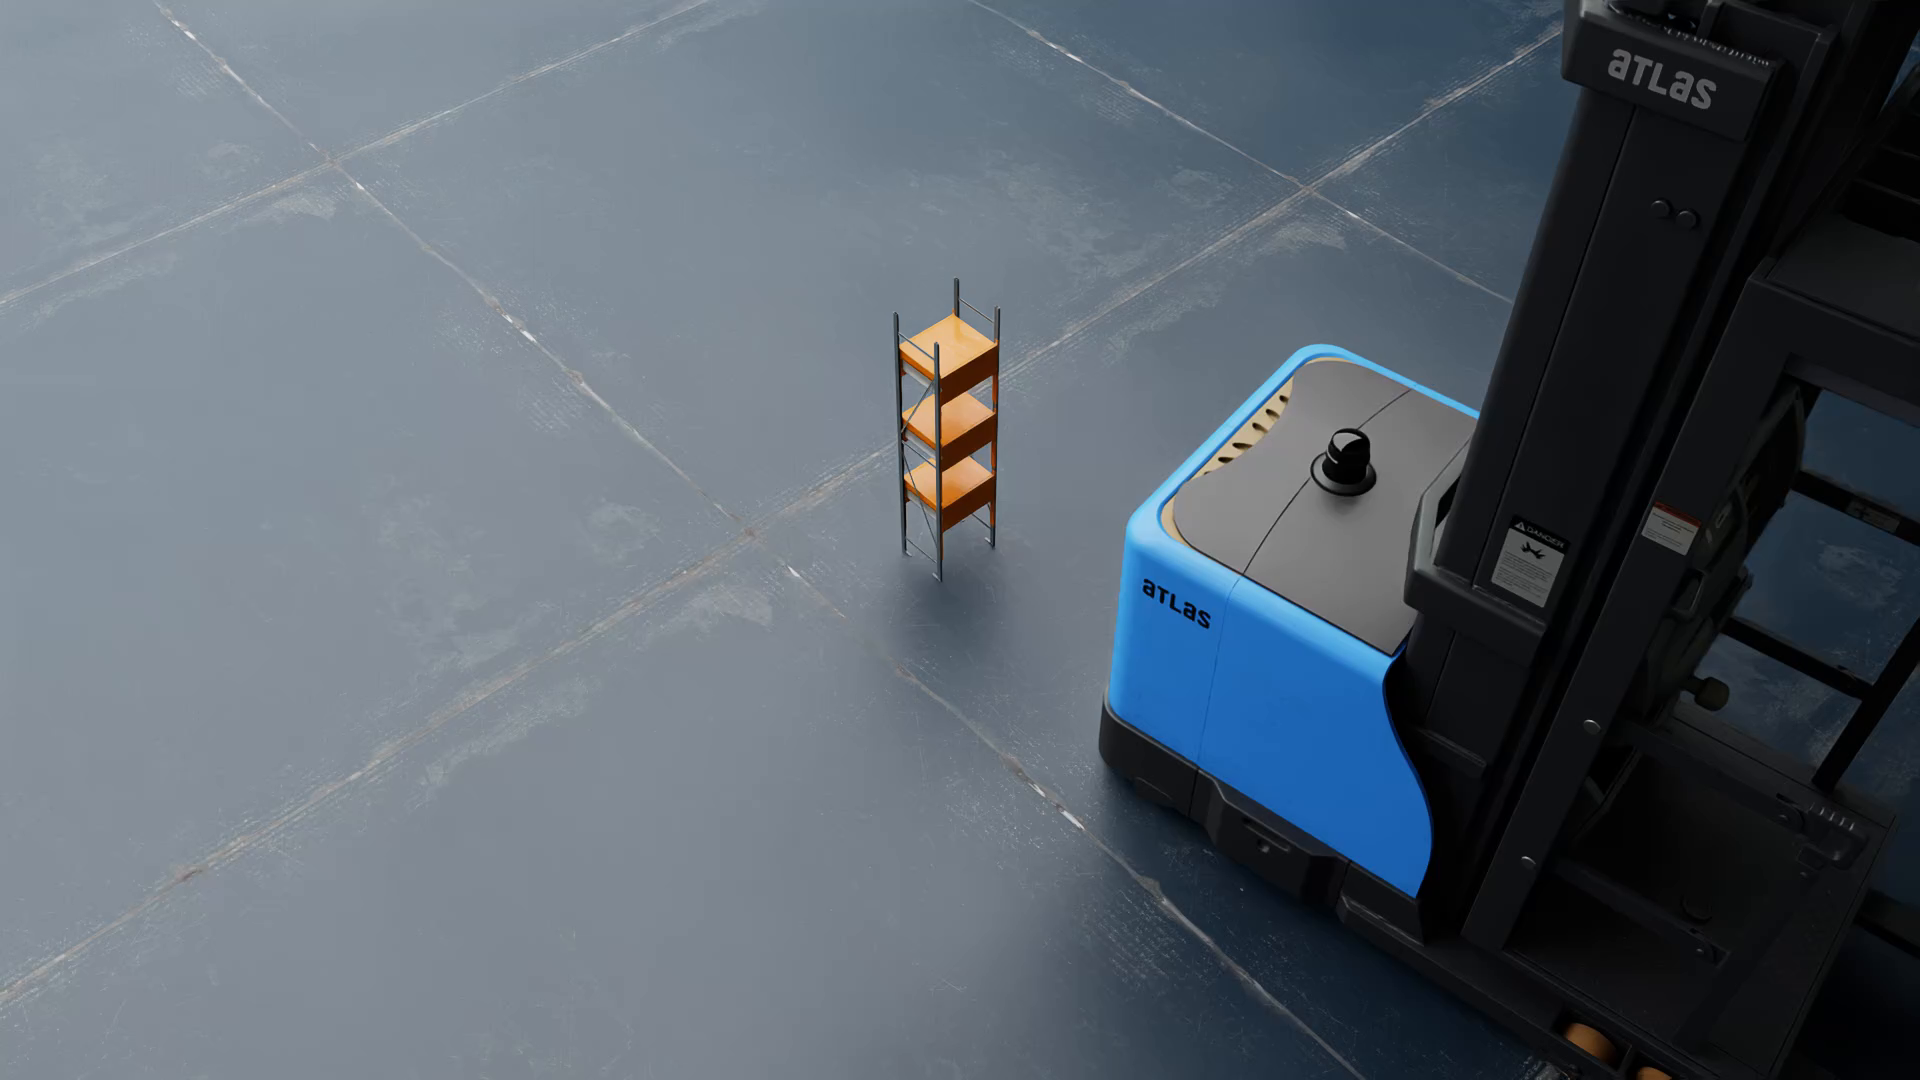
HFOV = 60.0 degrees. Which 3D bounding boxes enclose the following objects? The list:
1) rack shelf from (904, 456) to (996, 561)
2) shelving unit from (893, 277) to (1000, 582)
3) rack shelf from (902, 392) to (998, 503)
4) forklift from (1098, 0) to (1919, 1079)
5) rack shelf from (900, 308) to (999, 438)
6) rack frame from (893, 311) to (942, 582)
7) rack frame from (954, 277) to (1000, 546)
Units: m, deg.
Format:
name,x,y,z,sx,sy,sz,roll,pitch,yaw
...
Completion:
name,x,y,z,sx,sy,sz,roll,pitch,yaw
rack shelf,-0.040,-0.134,5.552,0.240,0.259,0.215,-34,56,-27
shelving unit,-0.040,-0.330,5.340,0.252,1.050,0.215,-34,56,-27
rack shelf,-0.040,-0.322,5.348,0.240,0.259,0.215,-34,56,-27
forklift,1.889,0.091,3.672,3.031,2.935,1.130,30,54,25
rack shelf,-0.040,-0.515,5.139,0.240,0.259,0.215,-34,56,-27
rack frame,-0.130,-0.269,5.284,0.008,1.050,0.200,-34,56,-27
rack frame,0.051,-0.390,5.395,0.008,1.050,0.200,-34,56,-27
